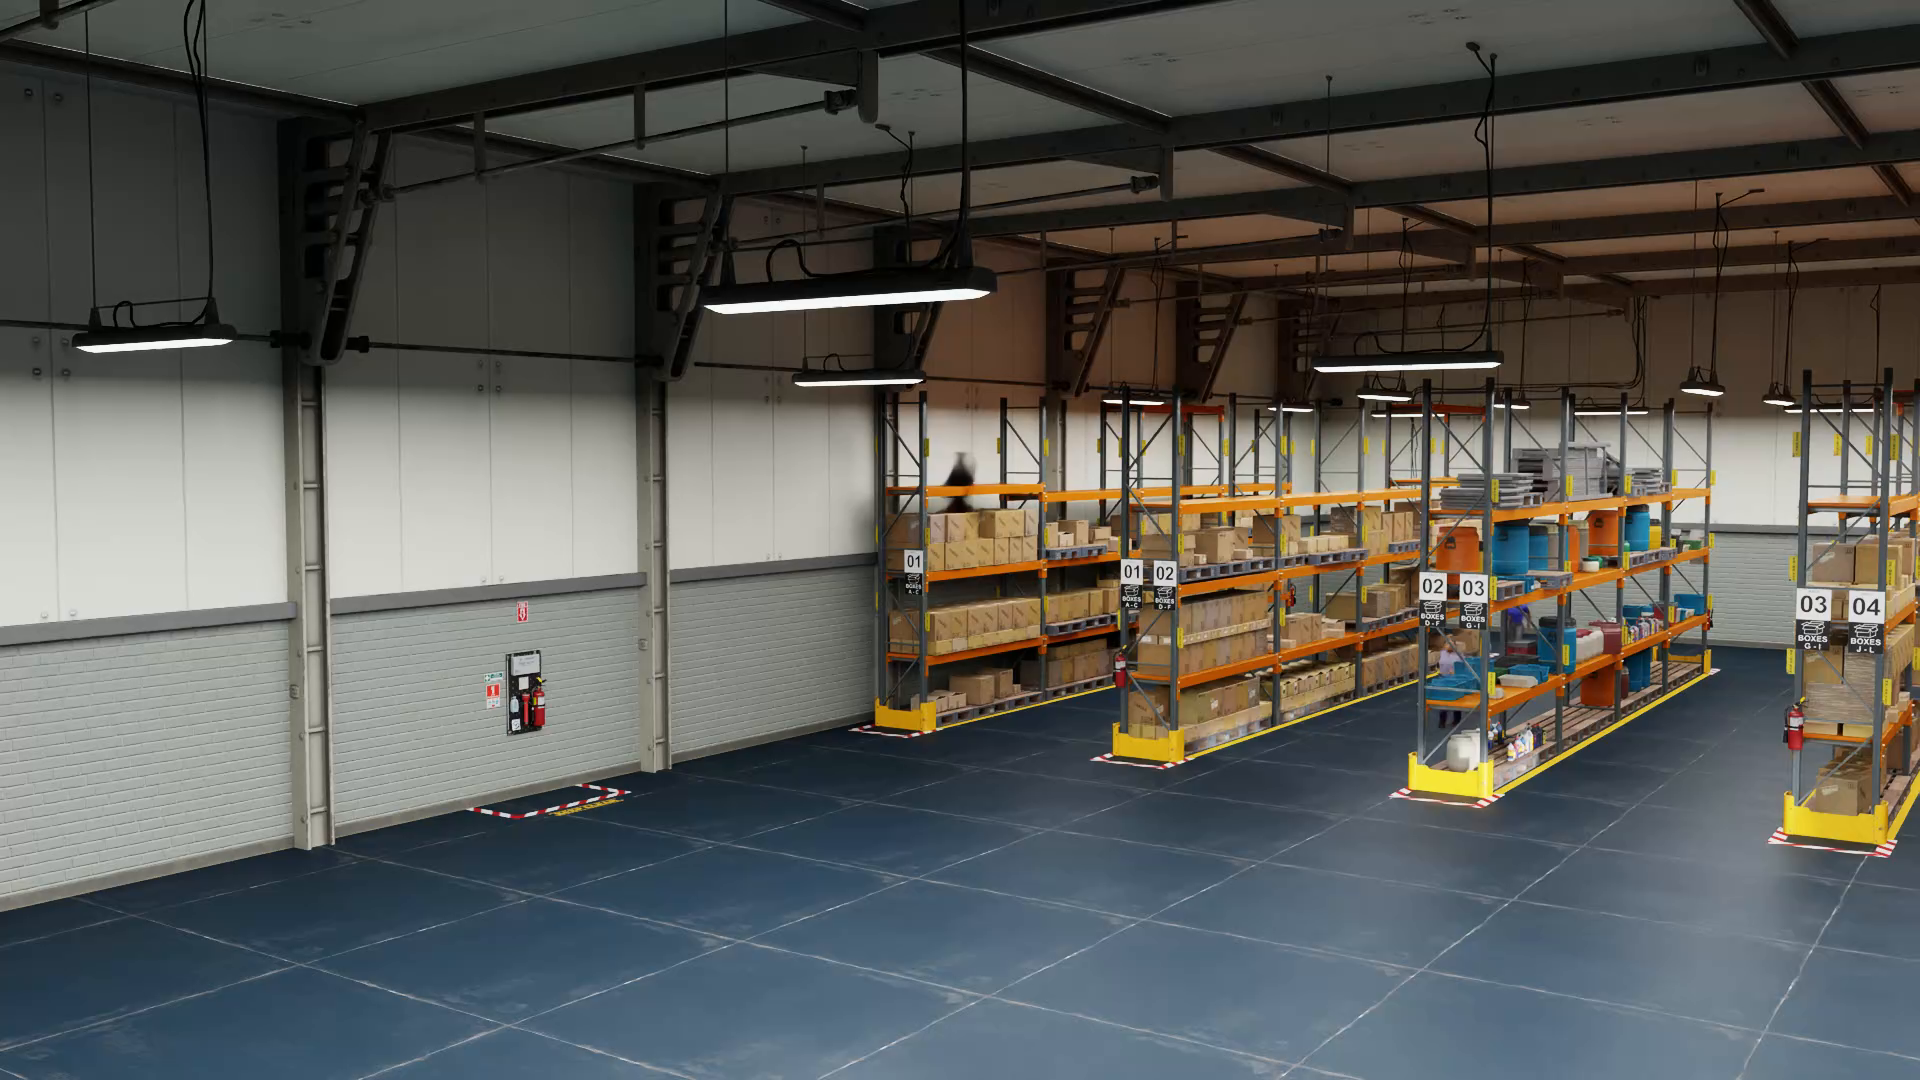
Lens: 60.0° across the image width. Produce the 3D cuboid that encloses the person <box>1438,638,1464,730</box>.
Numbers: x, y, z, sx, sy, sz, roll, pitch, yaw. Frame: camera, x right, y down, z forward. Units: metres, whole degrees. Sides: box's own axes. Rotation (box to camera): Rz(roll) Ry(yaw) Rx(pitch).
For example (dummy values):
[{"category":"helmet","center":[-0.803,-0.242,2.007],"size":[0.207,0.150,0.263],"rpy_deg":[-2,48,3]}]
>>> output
[{"category":"person","center":[8.750,2.606,29.621],"size":[0.499,1.574,0.801],"rpy_deg":[2,4,30]}]

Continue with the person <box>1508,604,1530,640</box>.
[{"category":"person","center":[12.754,2.058,38.158],"size":[0.550,1.714,0.848],"rpy_deg":[2,4,30]}]
